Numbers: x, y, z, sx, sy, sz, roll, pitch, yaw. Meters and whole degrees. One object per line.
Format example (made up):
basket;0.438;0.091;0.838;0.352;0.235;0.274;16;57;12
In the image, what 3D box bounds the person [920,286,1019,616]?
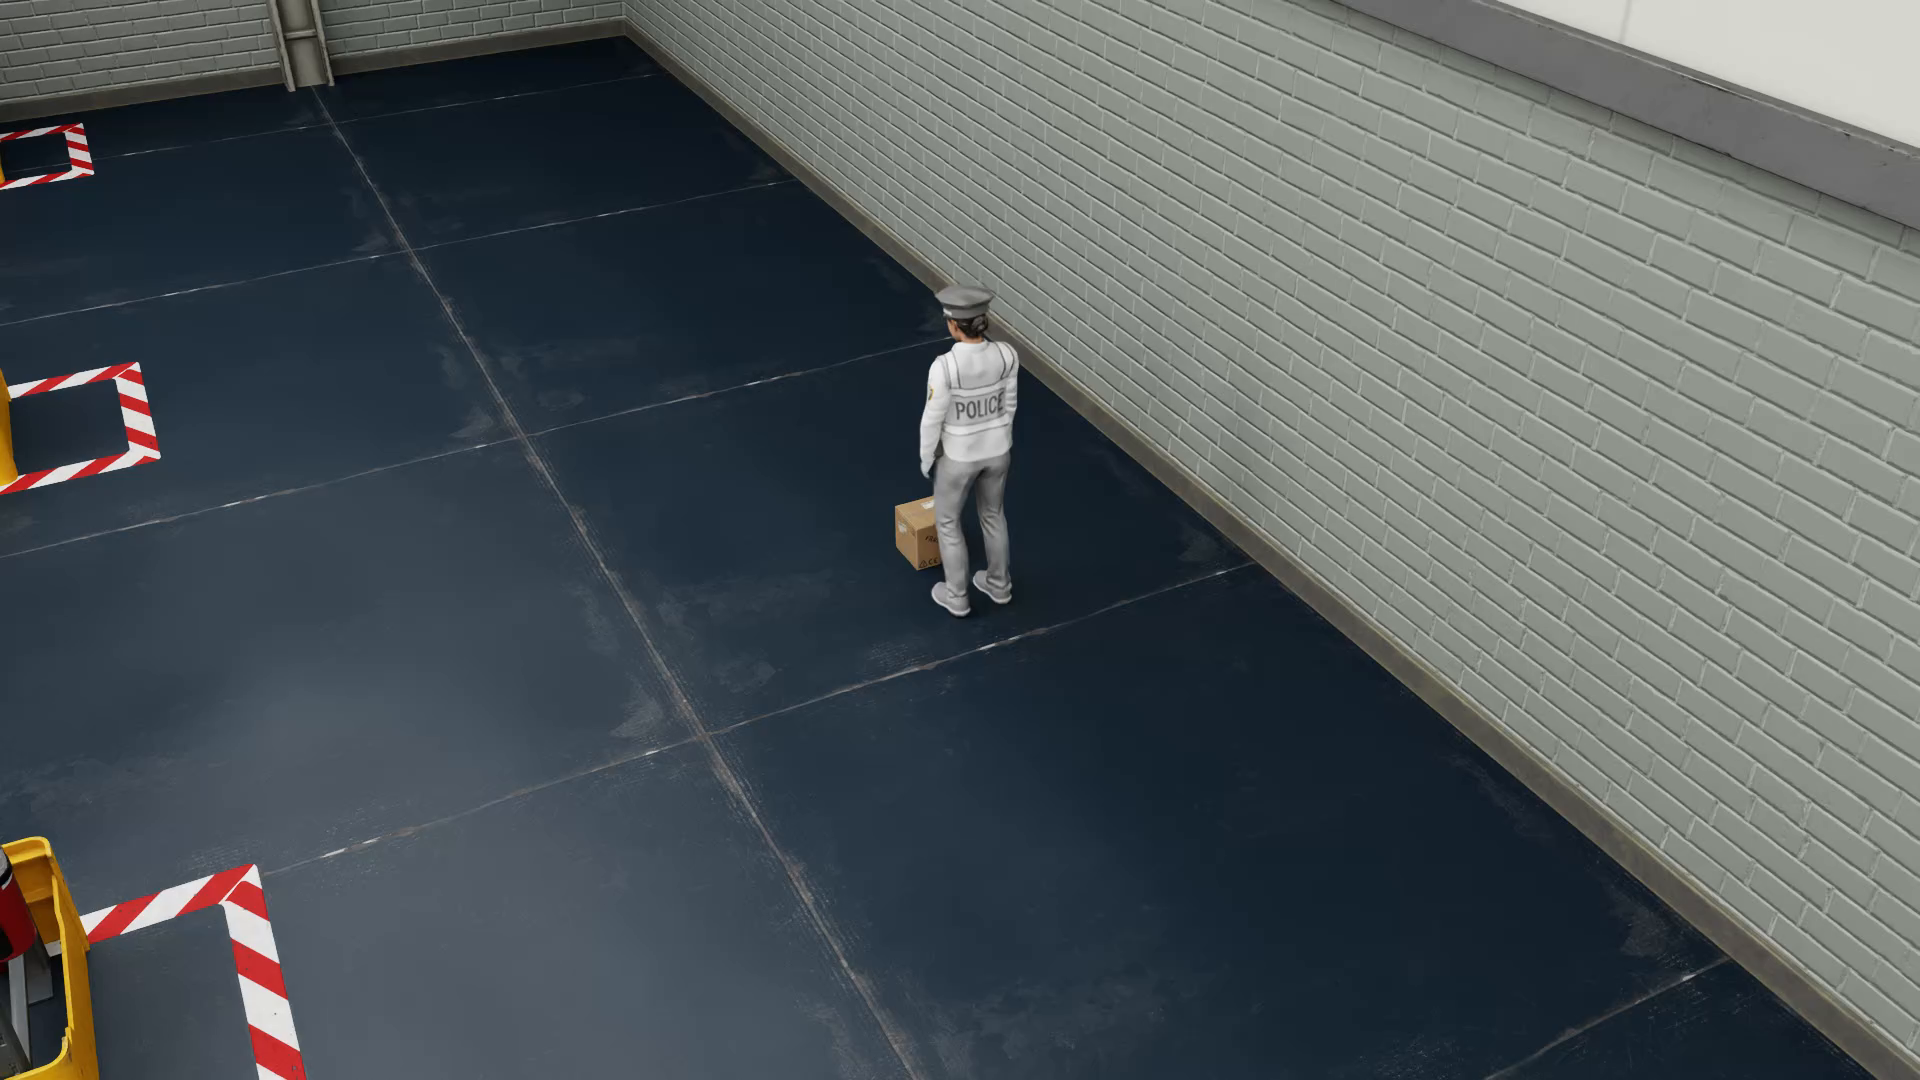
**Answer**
person;0.036;-0.394;7.752;0.475;1.660;0.322;-15;36;-22
